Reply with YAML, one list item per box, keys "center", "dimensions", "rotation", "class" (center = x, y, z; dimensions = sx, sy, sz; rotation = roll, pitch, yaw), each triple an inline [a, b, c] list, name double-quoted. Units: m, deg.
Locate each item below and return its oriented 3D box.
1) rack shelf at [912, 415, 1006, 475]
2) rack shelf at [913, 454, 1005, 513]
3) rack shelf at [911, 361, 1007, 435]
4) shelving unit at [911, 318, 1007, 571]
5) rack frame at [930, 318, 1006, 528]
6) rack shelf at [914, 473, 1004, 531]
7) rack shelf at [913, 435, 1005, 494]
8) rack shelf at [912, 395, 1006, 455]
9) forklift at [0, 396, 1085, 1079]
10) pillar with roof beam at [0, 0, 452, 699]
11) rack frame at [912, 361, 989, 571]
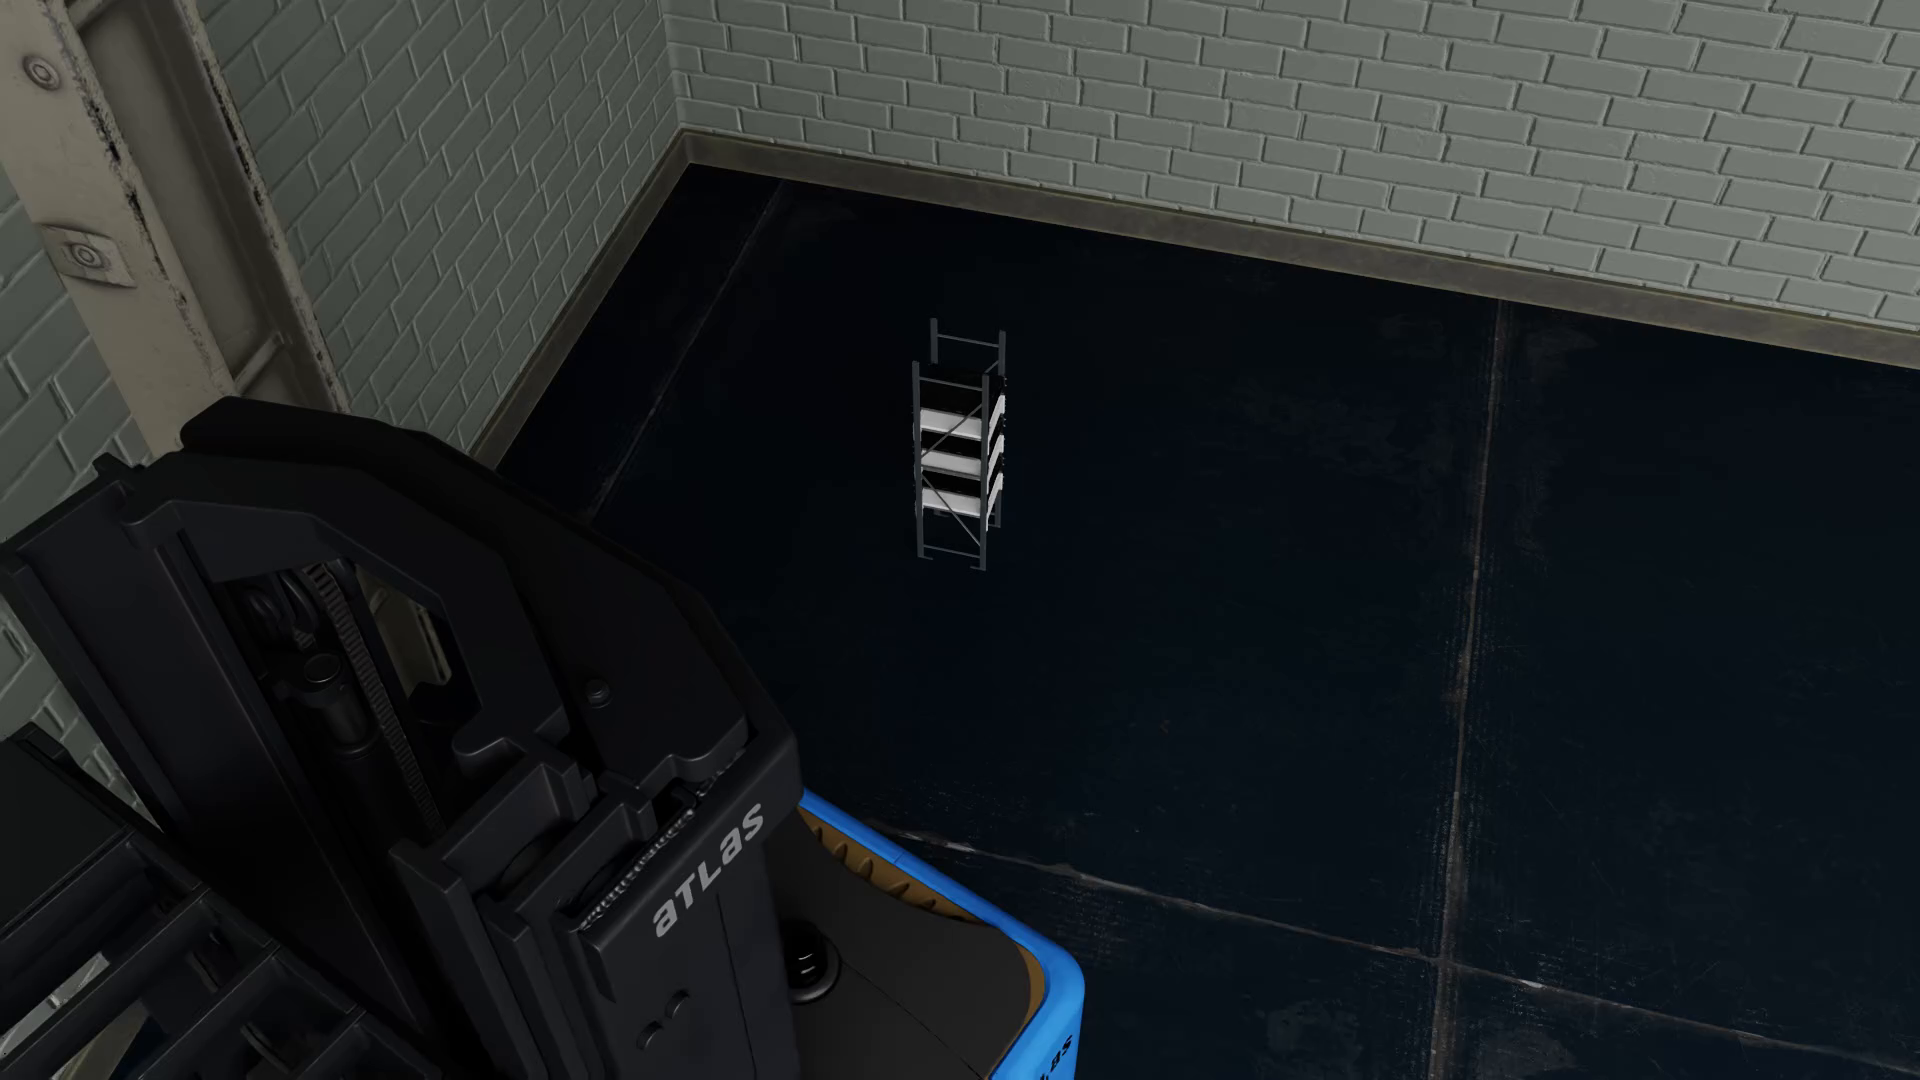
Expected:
- center: [-0.002, -0.329, 5.365]
  dimensions: [0.258, 0.077, 0.200]
  rotation: [12, 50, 10]
  class: "rack shelf"
- center: [-0.002, -0.210, 5.500]
  dimensions: [0.258, 0.077, 0.200]
  rotation: [12, 50, 10]
  class: "rack shelf"
- center: [-0.002, -0.449, 5.230]
  dimensions: [0.258, 0.077, 0.200]
  rotation: [12, 50, 10]
  class: "rack shelf"
- center: [-0.002, -0.292, 5.407]
  dimensions: [0.258, 0.900, 0.210]
  rotation: [12, 50, 10]
  class: "shelving unit"
- center: [0.025, -0.365, 5.472]
  dimensions: [0.240, 0.900, 0.006]
  rotation: [12, 50, 10]
  class: "rack frame"
- center: [-0.002, -0.151, 5.567]
  dimensions: [0.258, 0.077, 0.200]
  rotation: [12, 50, 10]
  class: "rack shelf"
- center: [-0.002, -0.270, 5.432]
  dimensions: [0.258, 0.077, 0.200]
  rotation: [12, 50, 10]
  class: "rack shelf"
- center: [-0.002, -0.389, 5.297]
  dimensions: [0.258, 0.077, 0.200]
  rotation: [12, 50, 10]
  class: "rack shelf"
- center: [-0.977, 1.341, 2.612]
  dimensions: [1.130, 2.935, 3.031]
  rotation: [28, 54, 22]
  class: "forklift"
- center: [2.315, -1.588, 1.149]
  dimensions: [9.100, 9.000, 0.400]
  rotation: [12, 50, 10]
  class: "pillar with roof beam"
- center: [-0.029, -0.218, 5.343]
  dimensions: [0.240, 0.900, 0.006]
  rotation: [12, 50, 10]
  class: "rack frame"
